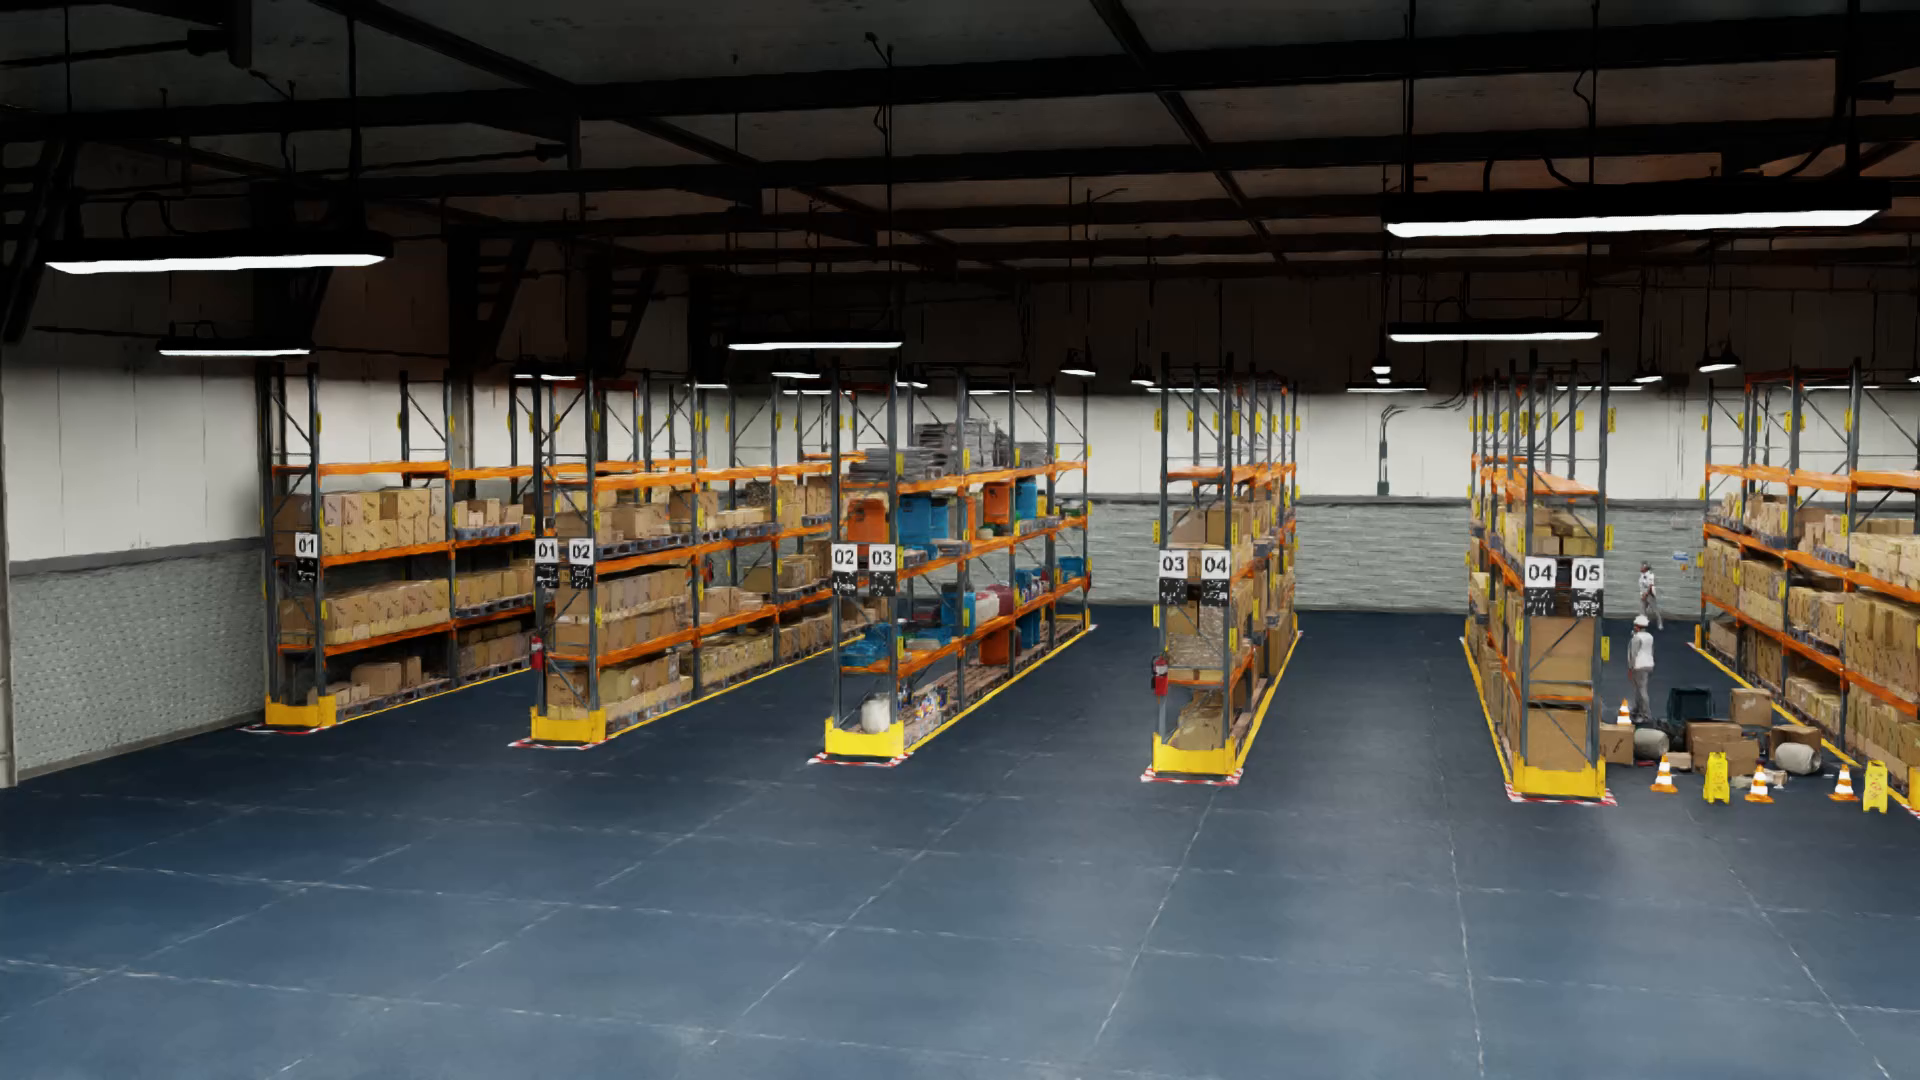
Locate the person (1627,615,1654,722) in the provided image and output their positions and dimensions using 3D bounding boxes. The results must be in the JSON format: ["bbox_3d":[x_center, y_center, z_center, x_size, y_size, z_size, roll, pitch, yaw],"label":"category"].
[{"bbox_3d":[11.402,2.137,27.944,0.626,1.768,0.576,-4,6,-43],"label":"person"}]

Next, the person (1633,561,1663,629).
[{"bbox_3d":[16.671,1.348,40.207,0.682,1.656,0.489,-1,4,-14],"label":"person"}]
